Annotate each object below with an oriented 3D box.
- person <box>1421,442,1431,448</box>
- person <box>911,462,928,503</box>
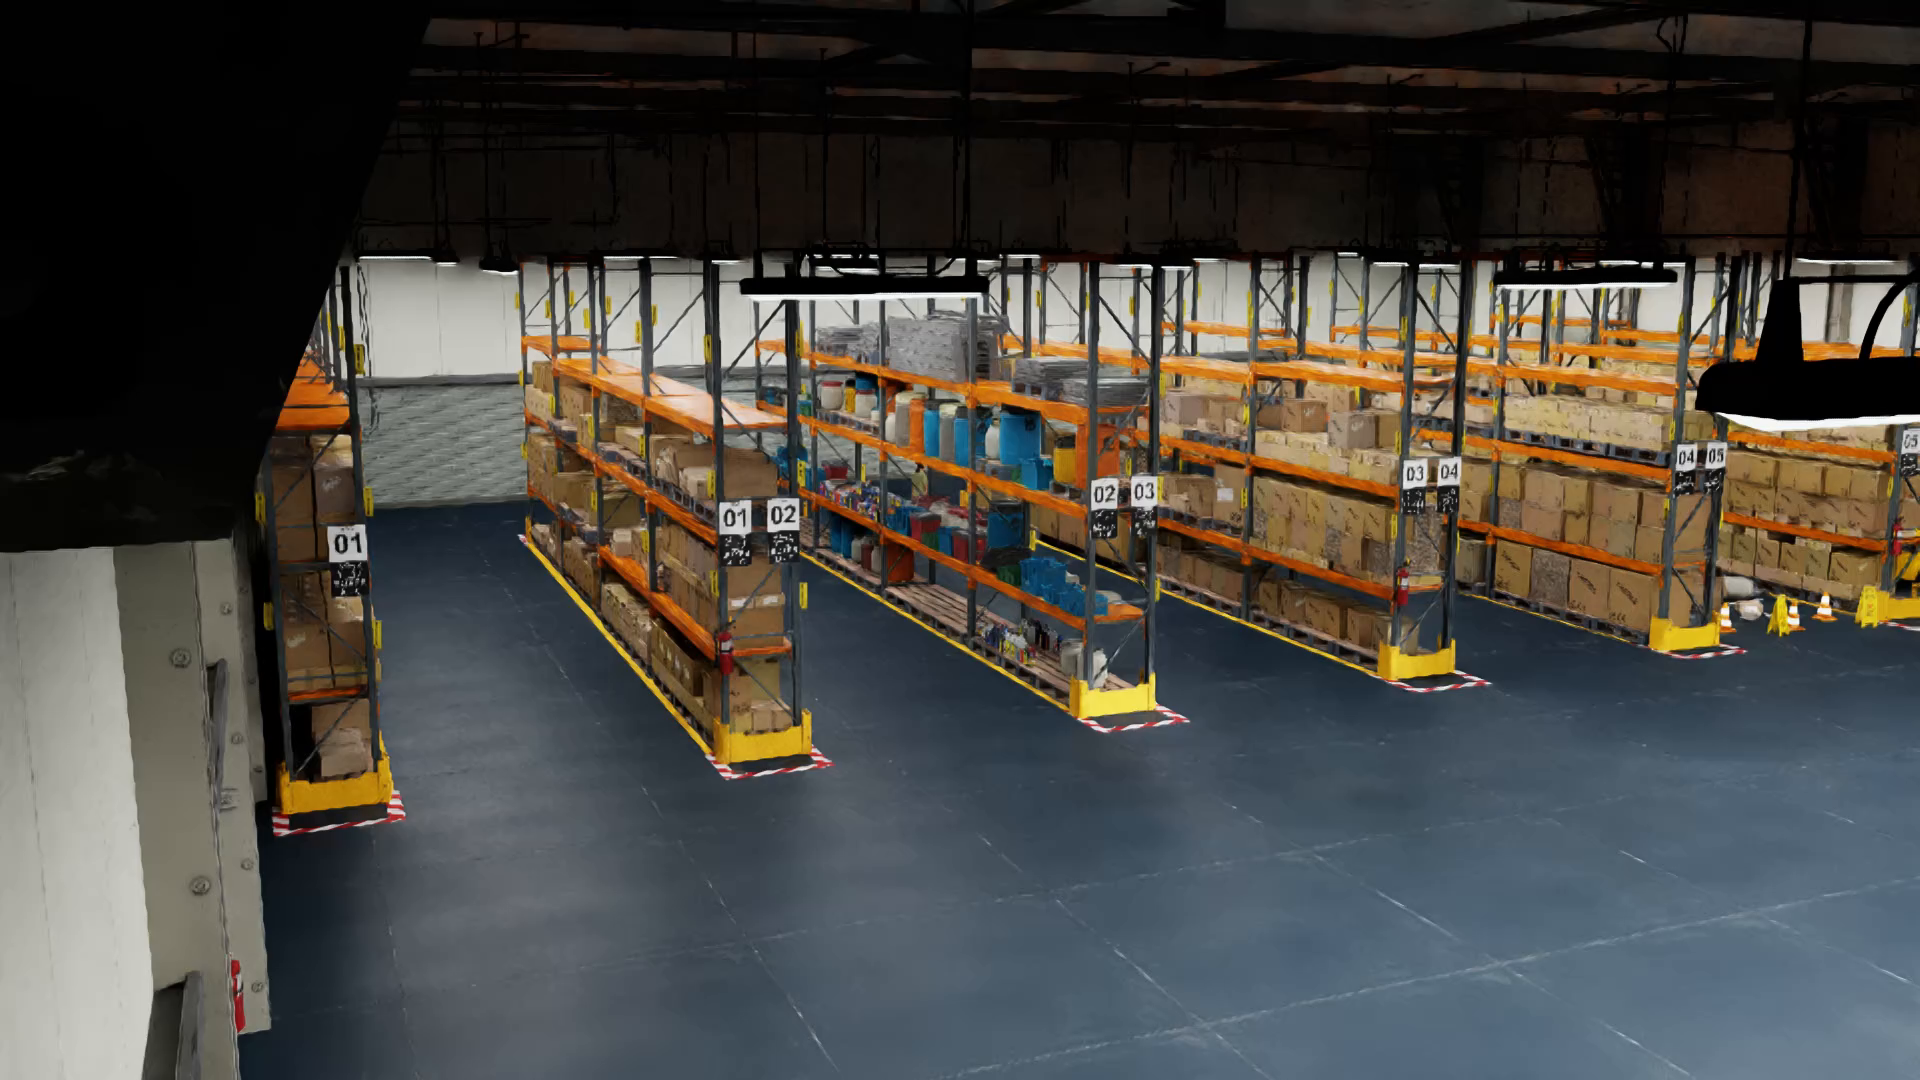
[{"bbox_3d":[10.369,-1.283,37.073,0.544,1.806,0.610,-1,10,-4],"label":"person"},{"bbox_3d":[-0.810,-0.889,35.171,0.521,1.670,0.549,-9,14,-40],"label":"person"}]
